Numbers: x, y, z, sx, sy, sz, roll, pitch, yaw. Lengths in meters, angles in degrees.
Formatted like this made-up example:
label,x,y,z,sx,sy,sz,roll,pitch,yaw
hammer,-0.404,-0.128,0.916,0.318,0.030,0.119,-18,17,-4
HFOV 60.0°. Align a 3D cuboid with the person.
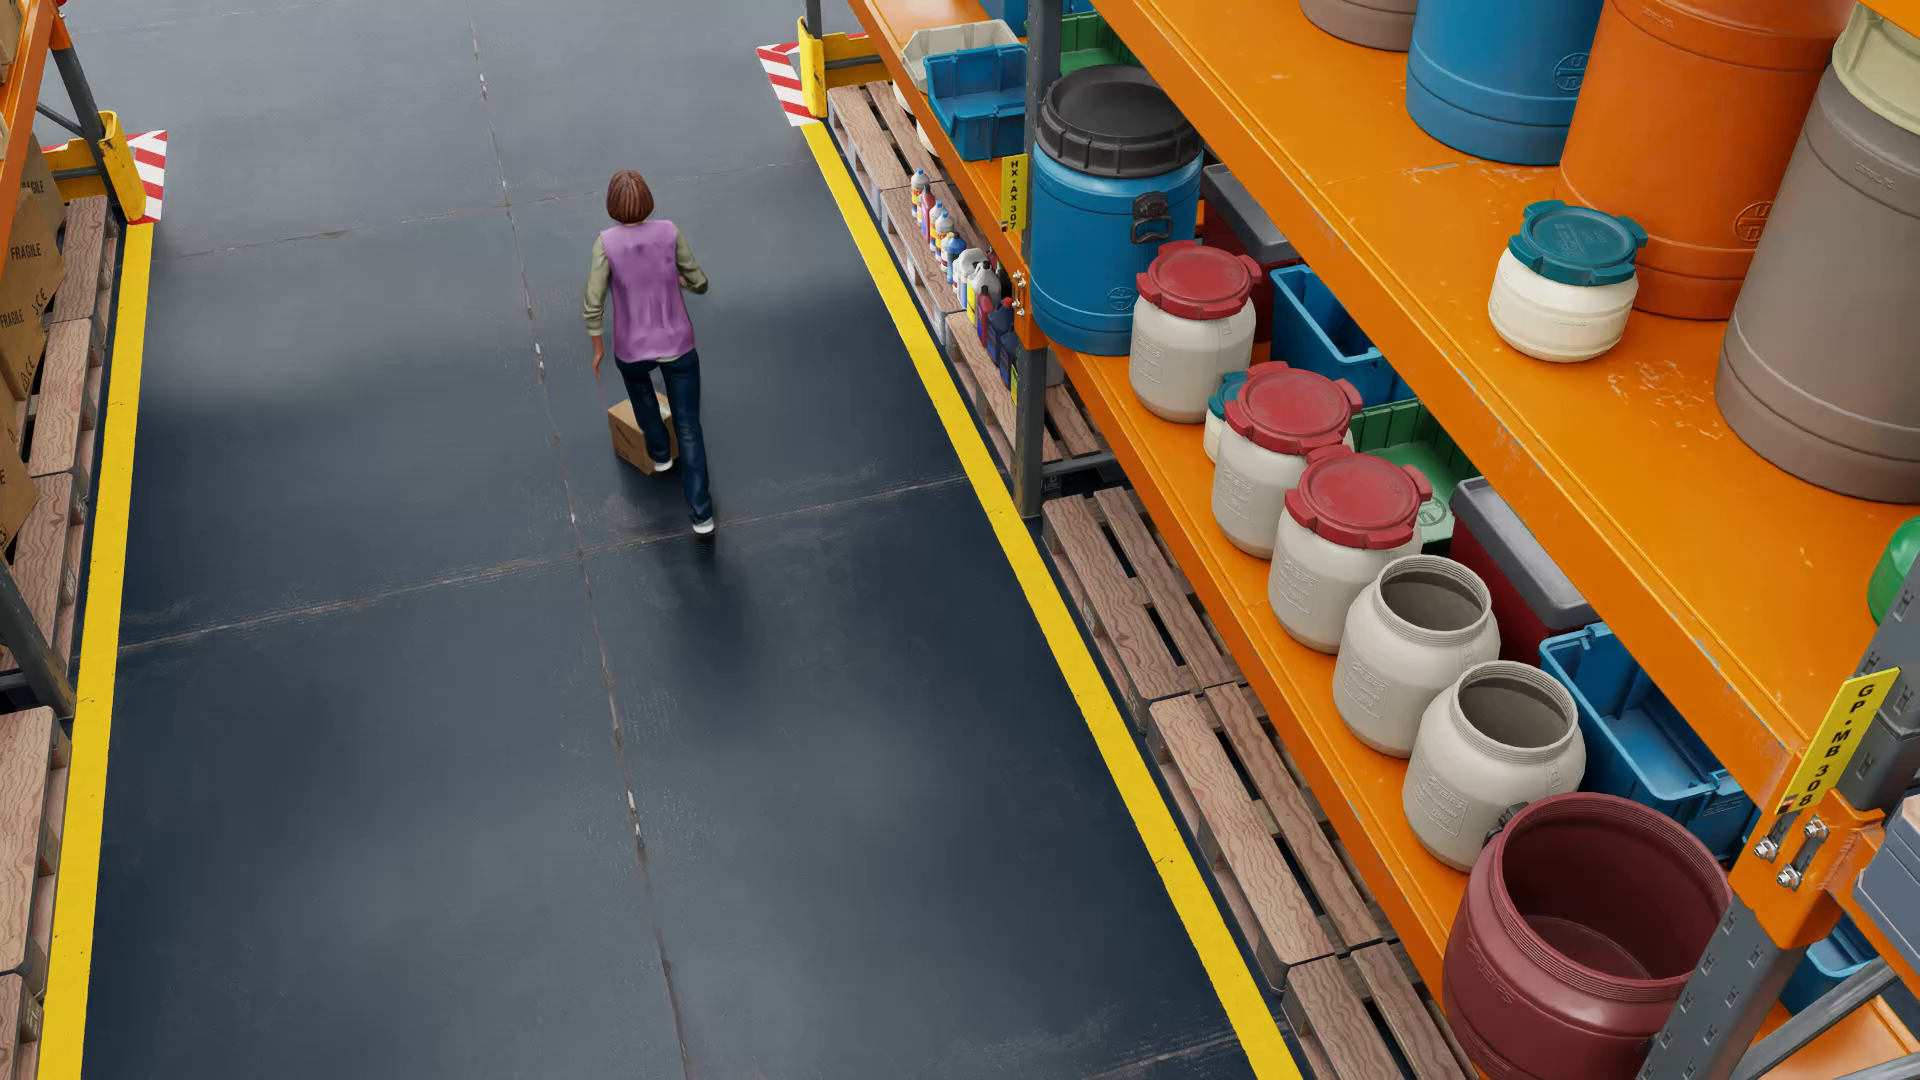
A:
label,x,y,z,sx,sy,sz,roll,pitch,yaw
person,-1.302,-0.804,7.078,0.529,1.514,0.858,-7,43,-8
